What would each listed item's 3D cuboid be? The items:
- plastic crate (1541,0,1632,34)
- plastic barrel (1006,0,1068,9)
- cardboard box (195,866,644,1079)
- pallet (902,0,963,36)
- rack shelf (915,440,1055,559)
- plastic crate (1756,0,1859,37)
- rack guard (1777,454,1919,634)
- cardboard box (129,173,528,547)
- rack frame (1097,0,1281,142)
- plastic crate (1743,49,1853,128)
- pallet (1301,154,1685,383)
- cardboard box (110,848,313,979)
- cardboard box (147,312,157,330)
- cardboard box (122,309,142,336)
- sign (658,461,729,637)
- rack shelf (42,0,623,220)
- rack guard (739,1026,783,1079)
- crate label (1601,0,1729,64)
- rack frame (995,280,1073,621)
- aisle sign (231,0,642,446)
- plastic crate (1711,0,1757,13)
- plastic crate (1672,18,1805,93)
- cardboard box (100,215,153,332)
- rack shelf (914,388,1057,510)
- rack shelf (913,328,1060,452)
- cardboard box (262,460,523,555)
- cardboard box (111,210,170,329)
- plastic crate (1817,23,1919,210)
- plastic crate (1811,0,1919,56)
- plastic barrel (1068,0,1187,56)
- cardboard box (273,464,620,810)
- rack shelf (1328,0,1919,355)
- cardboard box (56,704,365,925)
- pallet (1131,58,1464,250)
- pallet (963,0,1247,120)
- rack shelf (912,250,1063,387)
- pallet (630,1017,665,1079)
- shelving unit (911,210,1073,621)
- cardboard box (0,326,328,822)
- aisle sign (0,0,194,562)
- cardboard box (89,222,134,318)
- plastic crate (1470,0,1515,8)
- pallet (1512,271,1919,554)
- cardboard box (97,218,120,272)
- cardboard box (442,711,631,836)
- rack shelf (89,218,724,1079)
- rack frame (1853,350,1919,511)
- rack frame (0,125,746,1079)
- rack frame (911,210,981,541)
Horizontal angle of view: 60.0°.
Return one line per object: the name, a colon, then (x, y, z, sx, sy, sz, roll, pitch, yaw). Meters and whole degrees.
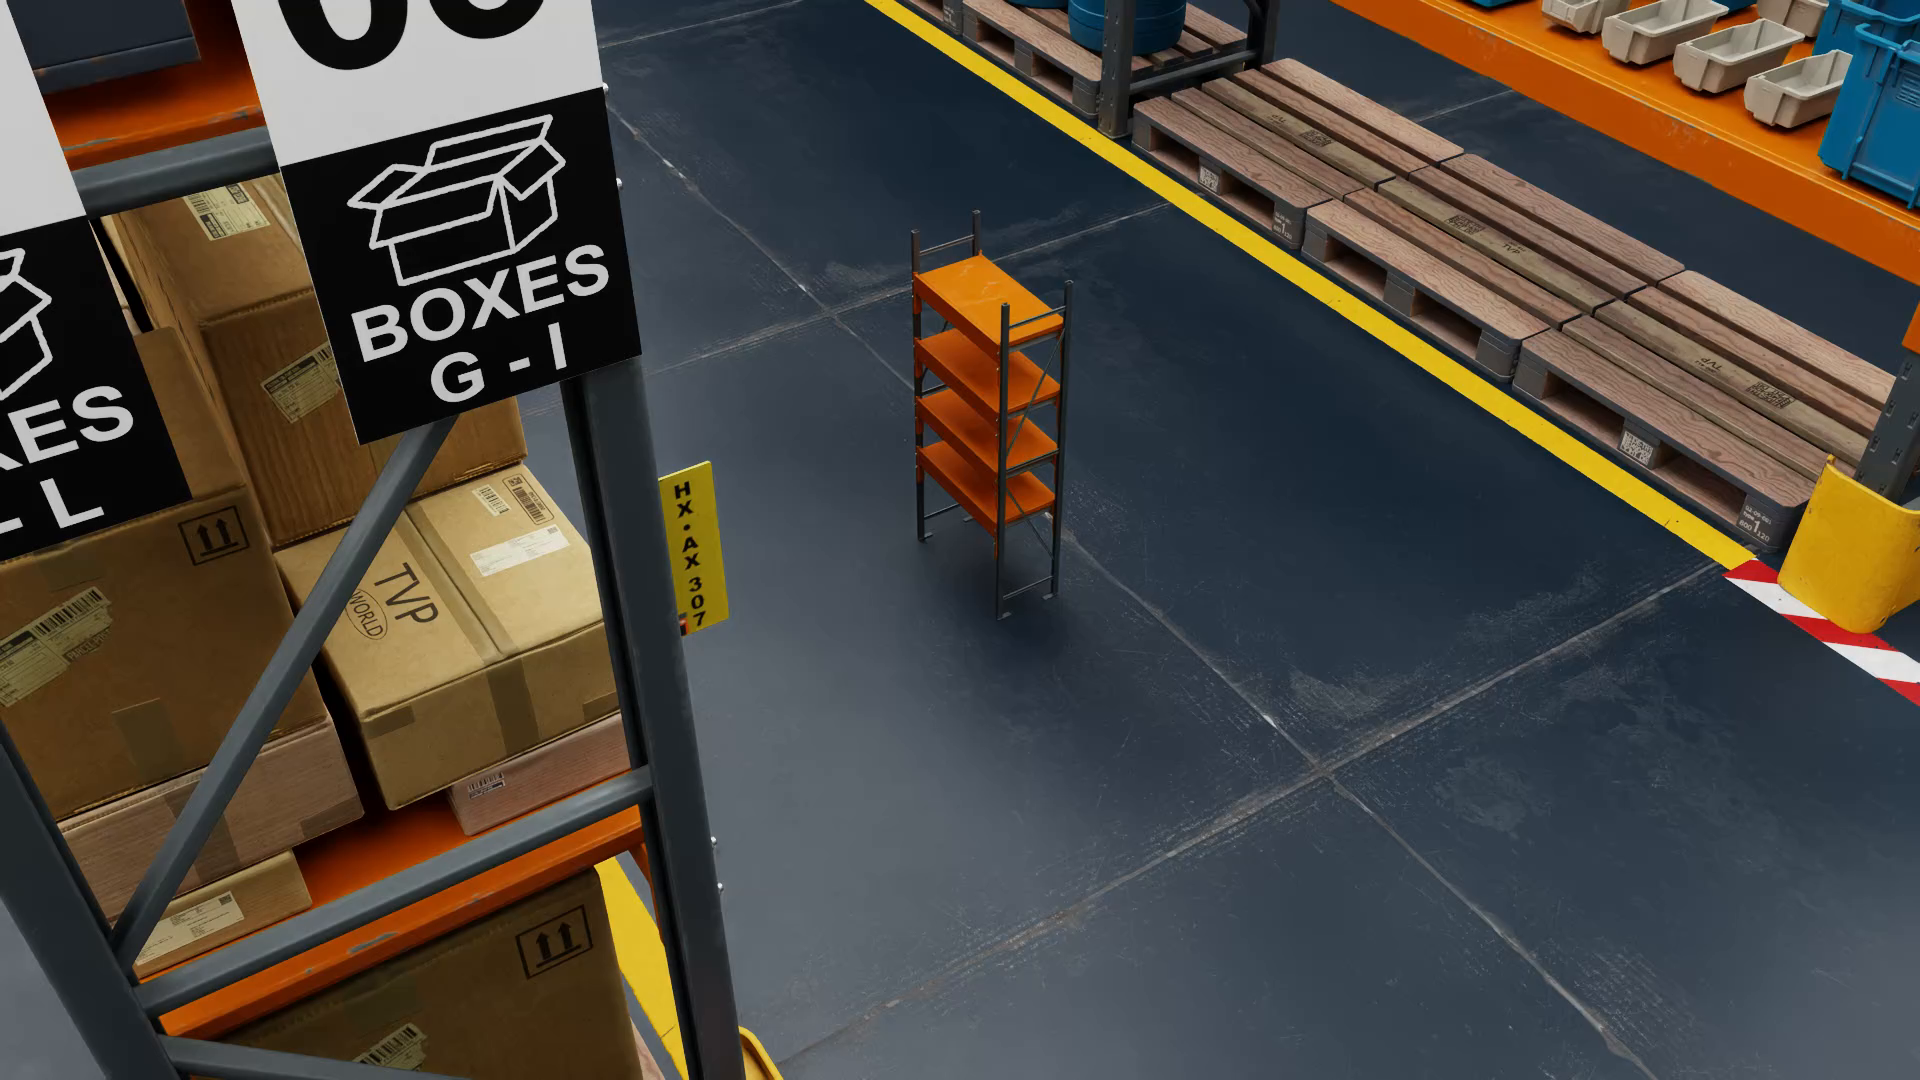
plastic crate: (2.198, -1.890, 5.834, 0.298, 0.136, 0.250, -22, 45, -24)
plastic barrel: (0.468, -3.329, 8.714, 0.600, 0.901, 0.708, -22, 45, -24)
cardboard box: (-1.309, 0.908, 3.649, 0.875, 0.875, 0.875, -22, 45, -24)
pallet: (0.088, -3.311, 9.559, 1.003, 0.211, 1.213, -22, 45, -24)
rack shelf: (0.089, -0.167, 5.429, 0.258, 0.148, 0.480, -22, 45, -24)
plastic crate: (2.956, -1.870, 5.810, 0.250, 0.136, 0.298, -22, 45, -24)
rack guard: (3.302, -0.165, 5.557, 1.175, 0.500, 0.348, -22, 45, -24)
cardboard box: (-1.197, -0.395, 3.180, 0.500, 0.500, 0.500, -23, 45, -25)
rack frame: (1.127, -3.293, 7.358, 1.000, 3.000, 0.127, -22, 45, -24)
plastic crate: (2.687, -1.433, 5.286, 0.396, 0.136, 0.243, -22, 45, -24)
pallet: (2.216, -1.179, 7.000, 1.003, 0.211, 1.213, -22, 45, -24)
cardboard box: (-1.367, 0.589, 2.896, 0.380, 0.149, 0.250, -21, 44, -24)
cardboard box: (-1.481, -0.388, 3.757, 0.500, 0.250, 0.500, -24, 45, -26)
cardboard box: (-1.928, -0.204, 3.537, 0.500, 0.250, 0.500, -24, 45, -26)
sign: (-0.427, 0.020, 2.644, 0.100, 0.325, 0.005, -22, 45, -24)
rack shelf: (-1.973, -1.384, 3.287, 1.077, 0.370, 4.000, -22, 45, -24)
rack guard: (-0.885, 1.545, 3.506, 1.175, 0.500, 0.348, -22, 45, -24)
crate label: (2.373, -1.737, 5.650, 0.396, 0.136, 0.243, -22, 45, -24)
rack frame: (0.220, -0.240, 5.101, 0.240, 1.200, 0.015, -22, 45, -24)
aisle sign: (-0.606, -0.492, 1.966, 0.394, 0.787, 0.004, -22, 45, -24)
plastic crate: (2.715, -2.050, 5.950, 0.416, 0.233, 0.300, -22, 45, -24)
plastic crate: (2.543, -1.595, 5.480, 0.396, 0.136, 0.243, -22, 45, -24)
cardboard box: (-1.766, -0.668, 4.093, 0.500, 0.250, 0.500, -23, 45, -25)
rack shelf: (0.089, -0.320, 5.302, 0.258, 0.148, 0.480, -22, 45, -24)
rack shelf: (0.089, -0.492, 5.159, 0.258, 0.148, 0.480, -22, 45, -24)
cardboard box: (-1.213, -0.116, 3.430, 0.500, 0.250, 0.500, -23, 45, -25)
cardboard box: (-1.481, -0.673, 3.513, 0.500, 0.500, 0.500, -23, 45, -26)
plastic crate: (2.941, -1.287, 4.876, 0.616, 0.435, 0.499, -22, 45, -24)
plastic crate: (3.069, -1.694, 5.524, 0.416, 0.233, 0.300, -22, 45, -24)
plastic barrel: (0.849, -2.947, 8.255, 0.600, 0.901, 0.708, -22, 45, -24)
cardboard box: (-0.928, 0.163, 3.097, 0.500, 0.250, 0.500, -23, 45, -25)
rack shelf: (2.203, -1.937, 6.293, 1.077, 0.370, 4.000, -22, 45, -24)
cardboard box: (-1.382, 0.344, 2.878, 0.500, 0.250, 0.500, -23, 45, -25)
pallet: (1.555, -1.838, 7.791, 1.003, 0.211, 1.213, -22, 45, -24)
pallet: (0.748, -2.652, 8.768, 1.003, 0.211, 1.213, -22, 45, -24)
rack shelf: (0.089, -0.673, 5.007, 0.258, 0.148, 0.480, -22, 45, -24)
pallet: (-1.394, 1.238, 4.100, 1.003, 0.211, 1.213, -22, 45, -24)
shelving unit: (0.089, -0.372, 5.259, 0.258, 1.200, 0.503, -22, 45, -24)
cardboard box: (-1.381, 0.054, 2.641, 0.500, 0.500, 0.500, -22, 44, -24)
aisle sign: (-1.112, -0.285, 1.719, 0.394, 0.787, 0.004, -22, 45, -24)
cardboard box: (-2.212, -0.484, 3.872, 0.500, 0.250, 0.500, -22, 45, -24)
plastic crate: (1.958, -2.113, 6.026, 0.416, 0.233, 0.300, -22, 45, -24)
pallet: (2.867, -0.521, 6.210, 1.003, 0.211, 1.213, -22, 45, -24)
cardboard box: (-2.035, -0.942, 4.423, 0.500, 0.250, 0.500, -21, 44, -24)
cardboard box: (-0.811, 0.363, 3.168, 0.380, 0.149, 0.250, -22, 44, -24)
rack shelf: (-1.973, -0.232, 4.247, 1.077, 0.370, 4.000, -22, 45, -24)
rack frame: (3.278, -1.134, 4.767, 1.000, 3.000, 0.127, -22, 45, -24)
rack frame: (-0.901, 0.572, 2.720, 0.949, 2.616, 0.053, -22, 45, -24)
rack frame: (-0.042, -0.503, 5.417, 0.240, 1.200, 0.015, -22, 45, -24)
